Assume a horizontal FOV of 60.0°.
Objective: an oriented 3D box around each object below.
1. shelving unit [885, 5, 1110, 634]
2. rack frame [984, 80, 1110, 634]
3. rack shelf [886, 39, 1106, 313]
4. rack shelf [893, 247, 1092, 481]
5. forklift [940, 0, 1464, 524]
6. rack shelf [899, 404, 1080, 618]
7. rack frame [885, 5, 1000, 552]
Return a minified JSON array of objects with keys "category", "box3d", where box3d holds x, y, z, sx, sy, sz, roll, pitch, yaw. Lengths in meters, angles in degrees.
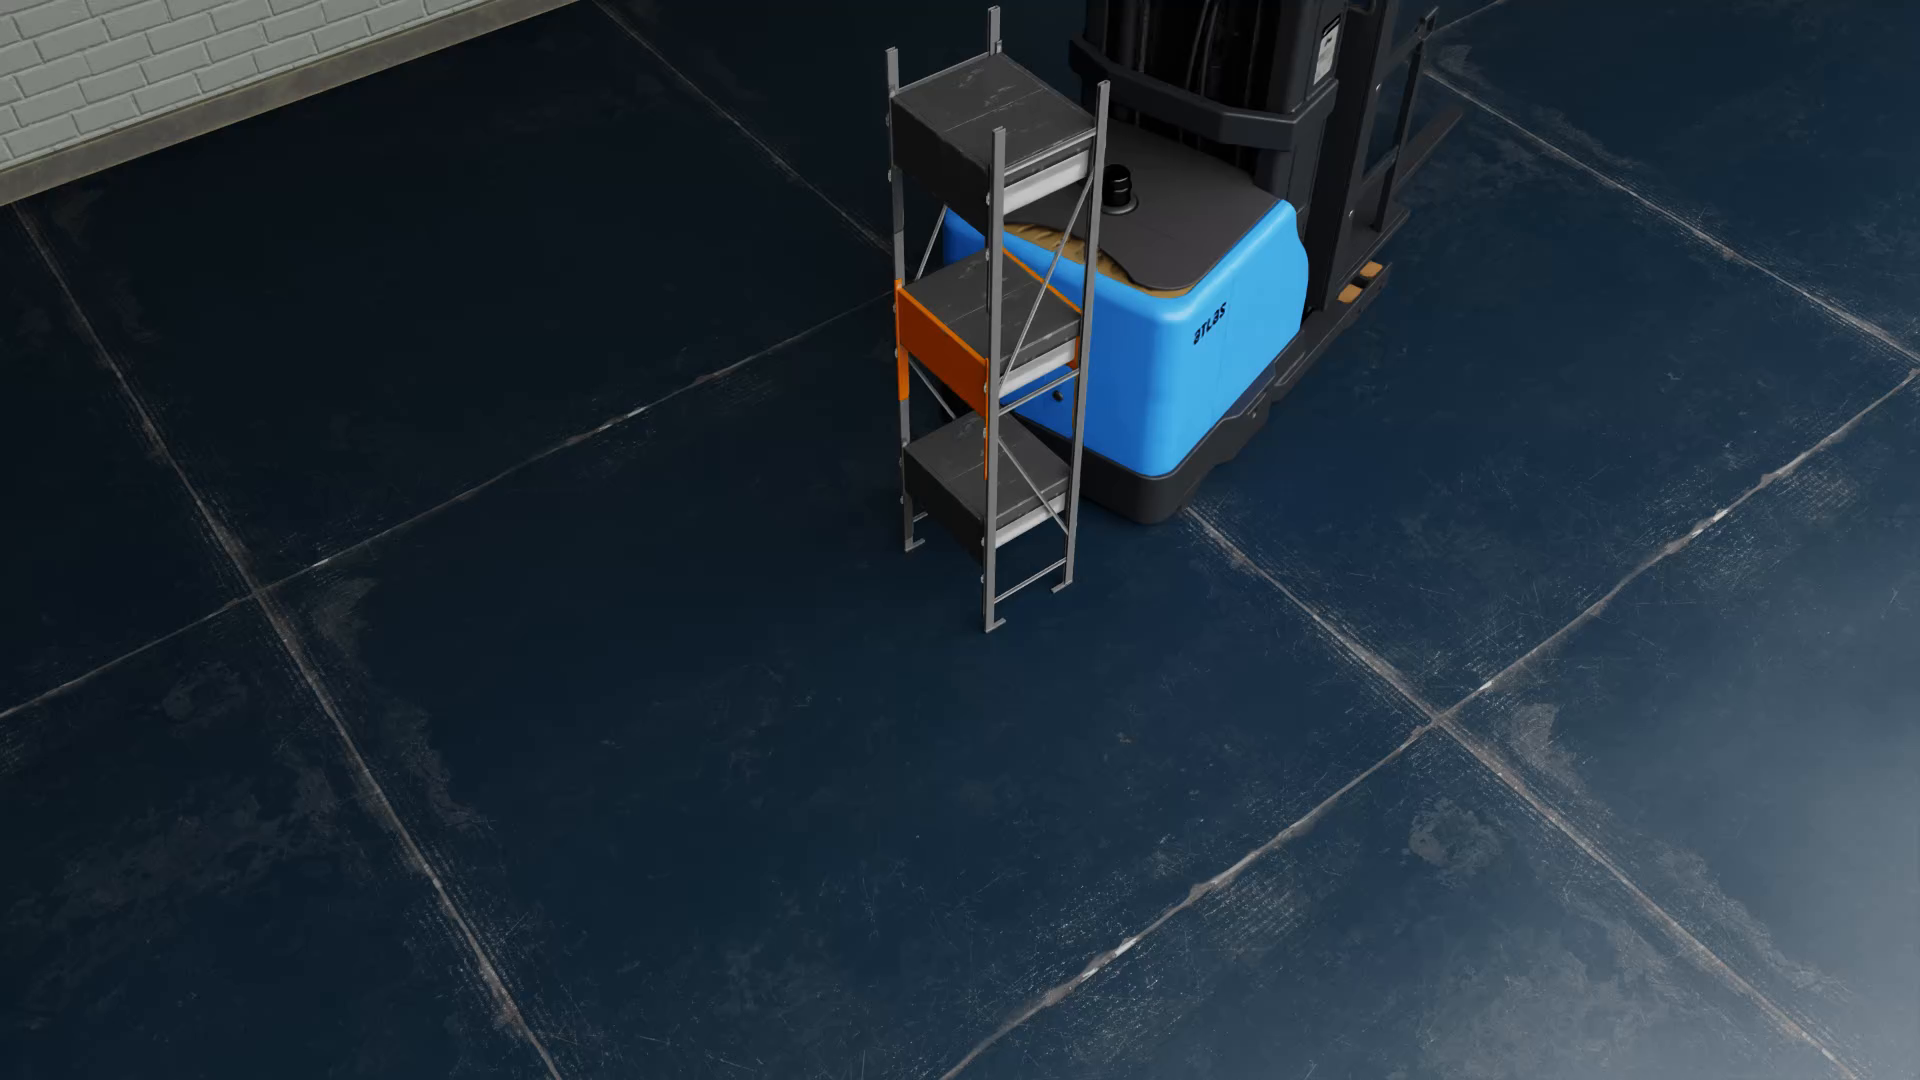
[{"category":"shelving unit","box3d":[0.100,-0.608,5.384,0.431,2.100,0.503,-29,54,-24]},{"category":"rack frame","box3d":[0.248,-0.464,5.253,0.400,2.100,0.015,-29,54,-24]},{"category":"rack shelf","box3d":[0.100,-1.069,4.875,0.431,0.518,0.480,-29,54,-24]},{"category":"rack shelf","box3d":[0.100,-0.598,5.394,0.431,0.518,0.480,-29,54,-24]},{"category":"forklift","box3d":[1.197,-2.099,6.175,1.130,2.935,3.031,28,54,23]},{"category":"rack shelf","box3d":[0.100,-0.128,5.912,0.431,0.518,0.480,-29,54,-24]},{"category":"rack frame","box3d":[-0.048,-0.752,5.514,0.400,2.100,0.015,-29,54,-24]}]
